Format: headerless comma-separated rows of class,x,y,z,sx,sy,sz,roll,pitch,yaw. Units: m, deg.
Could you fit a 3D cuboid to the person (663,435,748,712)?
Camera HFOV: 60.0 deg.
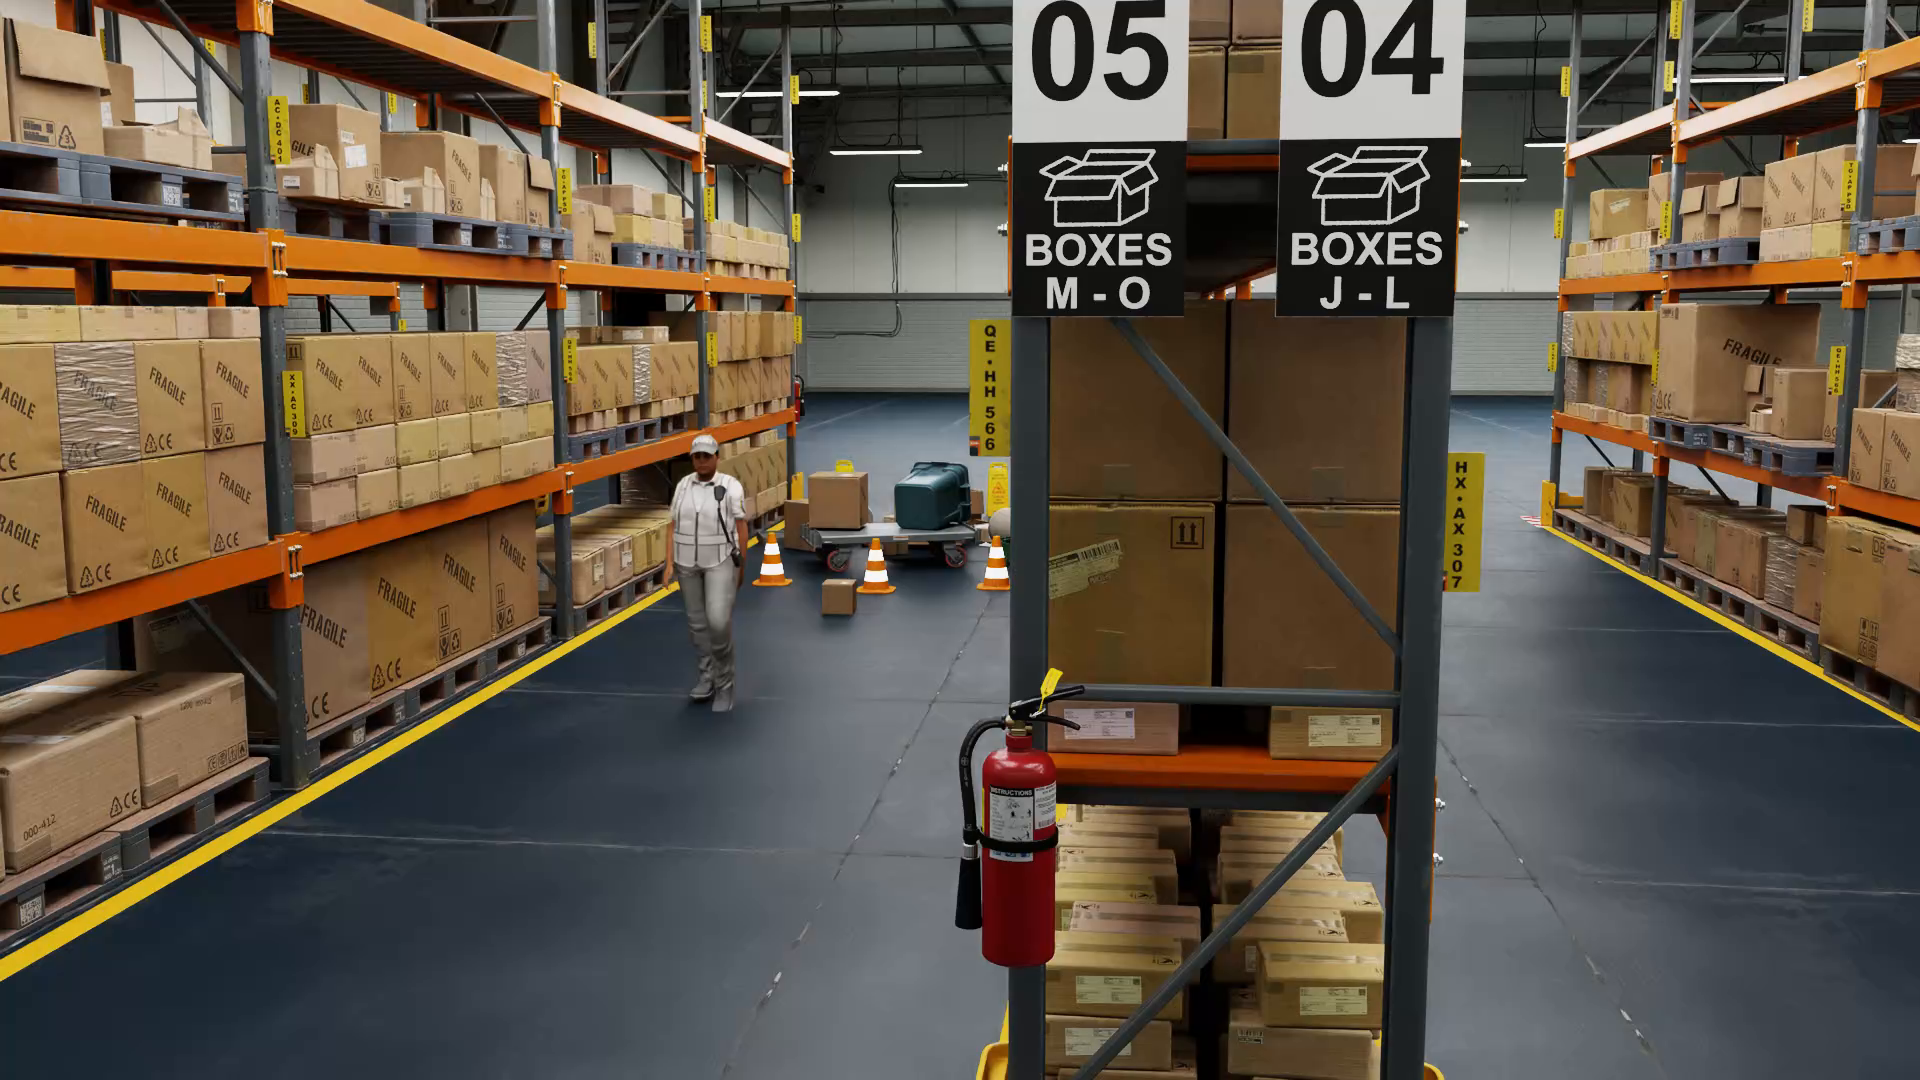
person,-1.586,0.212,10.326,0.481,1.727,0.491,2,8,13
